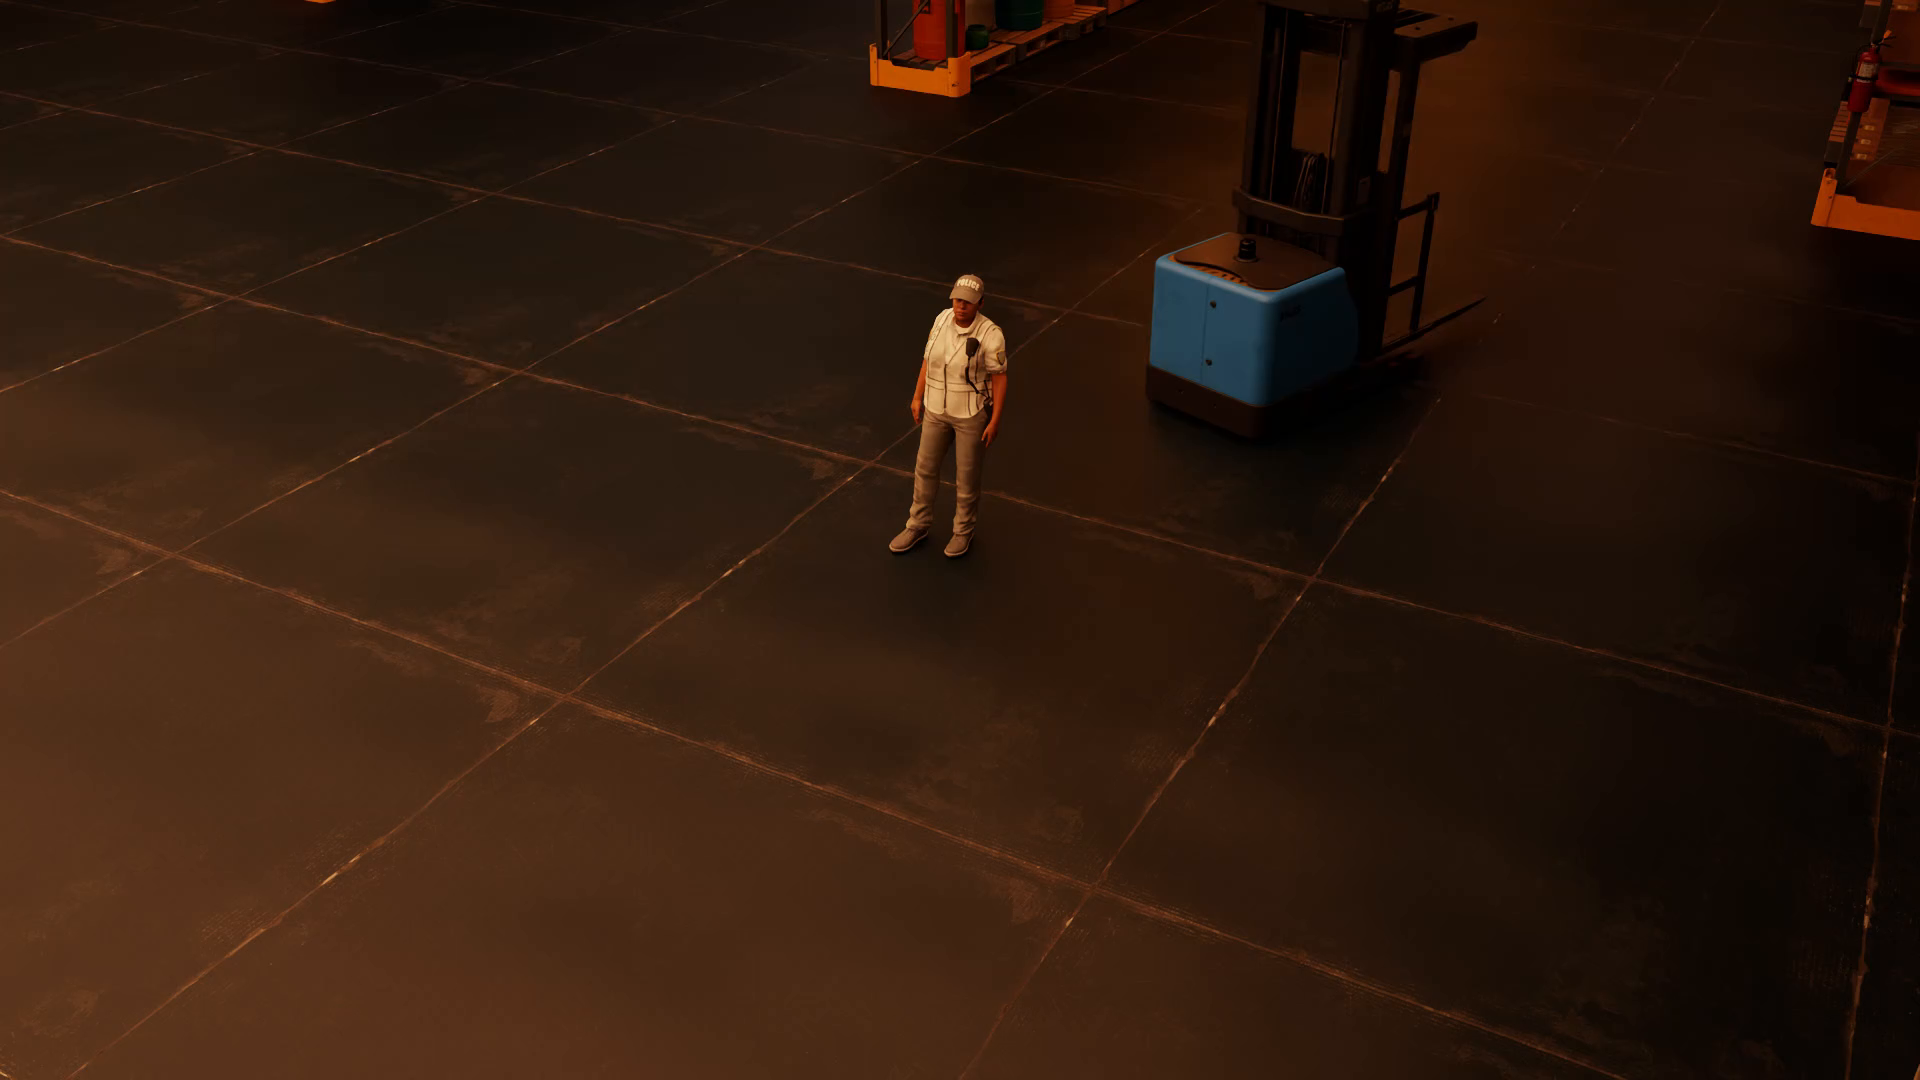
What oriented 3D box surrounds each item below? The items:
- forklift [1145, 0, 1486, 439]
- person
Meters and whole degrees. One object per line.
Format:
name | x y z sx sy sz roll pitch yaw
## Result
forklift | 2.716 -2.558 11.503 3.031 2.935 1.130 -25 38 -36
person | -0.057 -0.700 9.534 0.599 1.670 0.529 15 33 25
